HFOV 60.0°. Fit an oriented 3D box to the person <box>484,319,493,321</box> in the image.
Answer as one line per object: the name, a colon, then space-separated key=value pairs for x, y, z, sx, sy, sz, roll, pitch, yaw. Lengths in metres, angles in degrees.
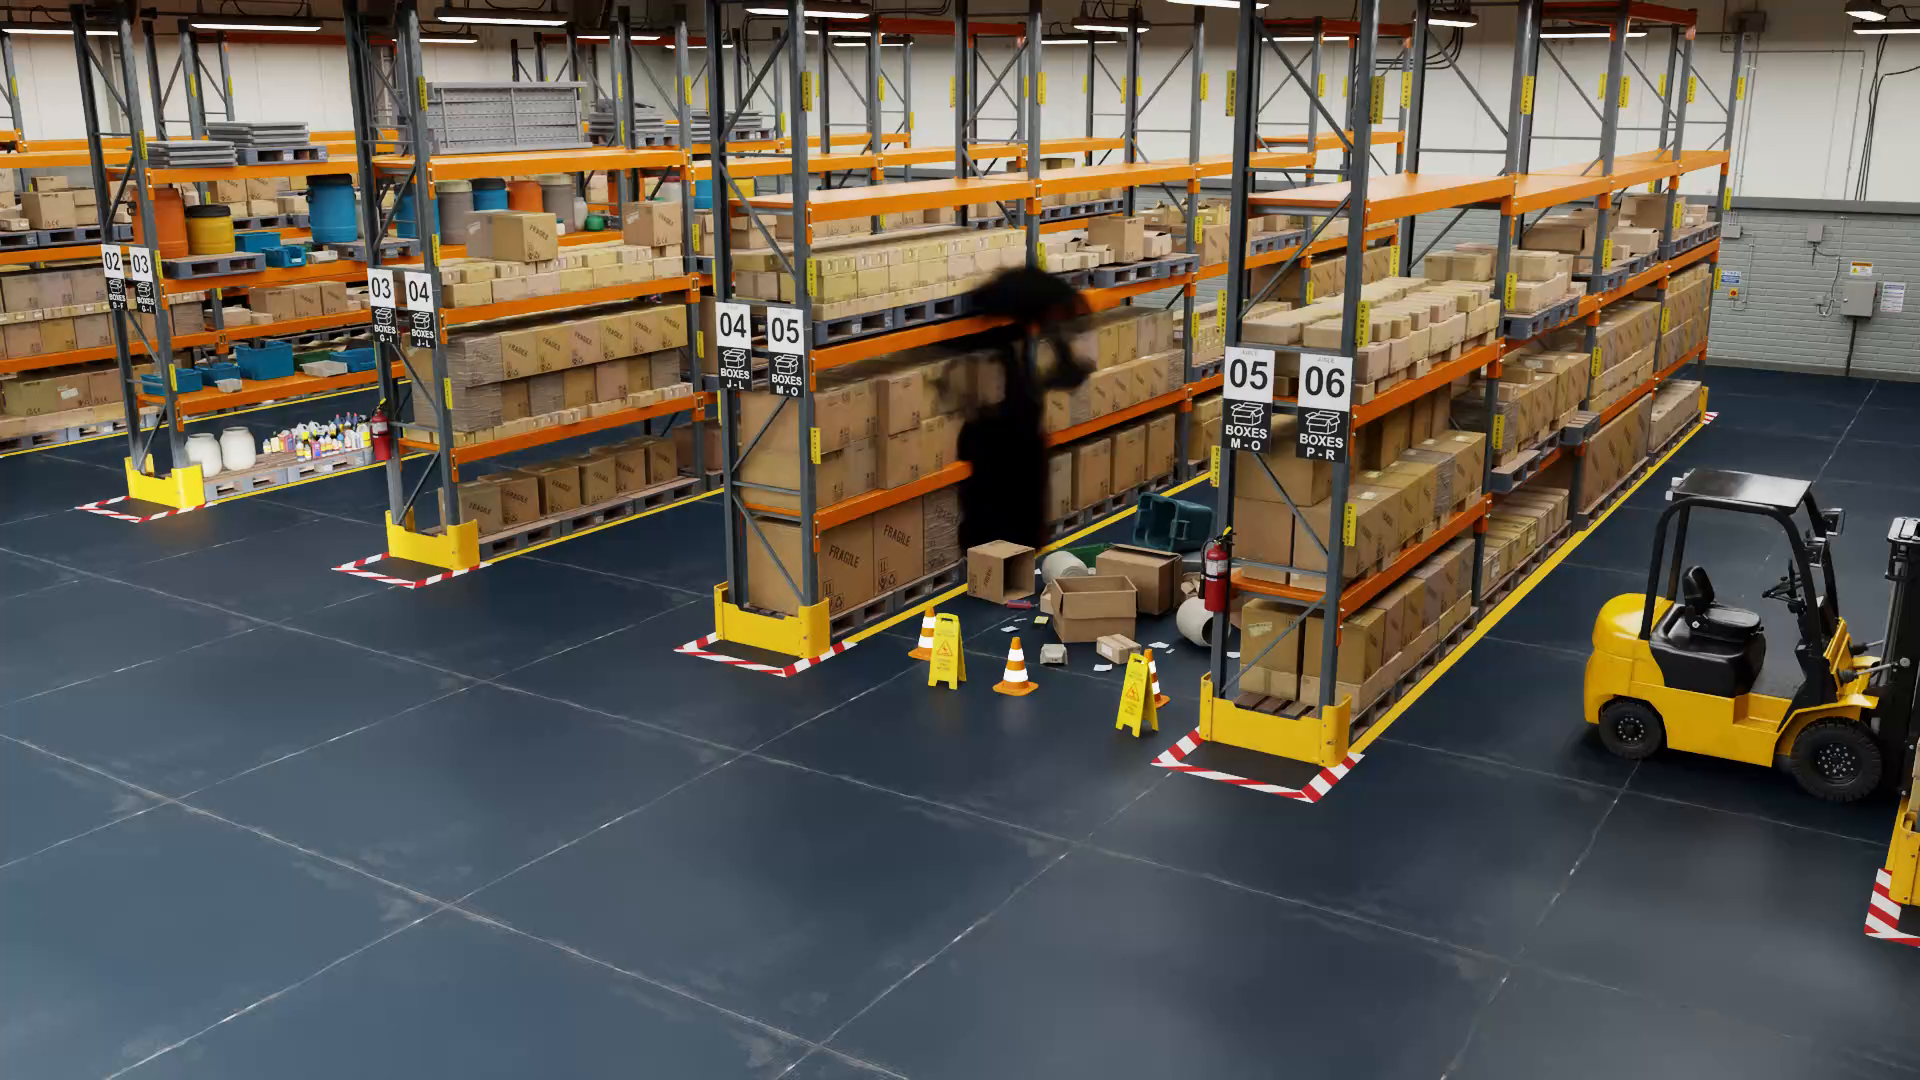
person: x=-8.224 y=-3.429 z=28.520 sx=0.556 sy=1.637 sz=0.584 roll=7 pitch=17 yaw=23
